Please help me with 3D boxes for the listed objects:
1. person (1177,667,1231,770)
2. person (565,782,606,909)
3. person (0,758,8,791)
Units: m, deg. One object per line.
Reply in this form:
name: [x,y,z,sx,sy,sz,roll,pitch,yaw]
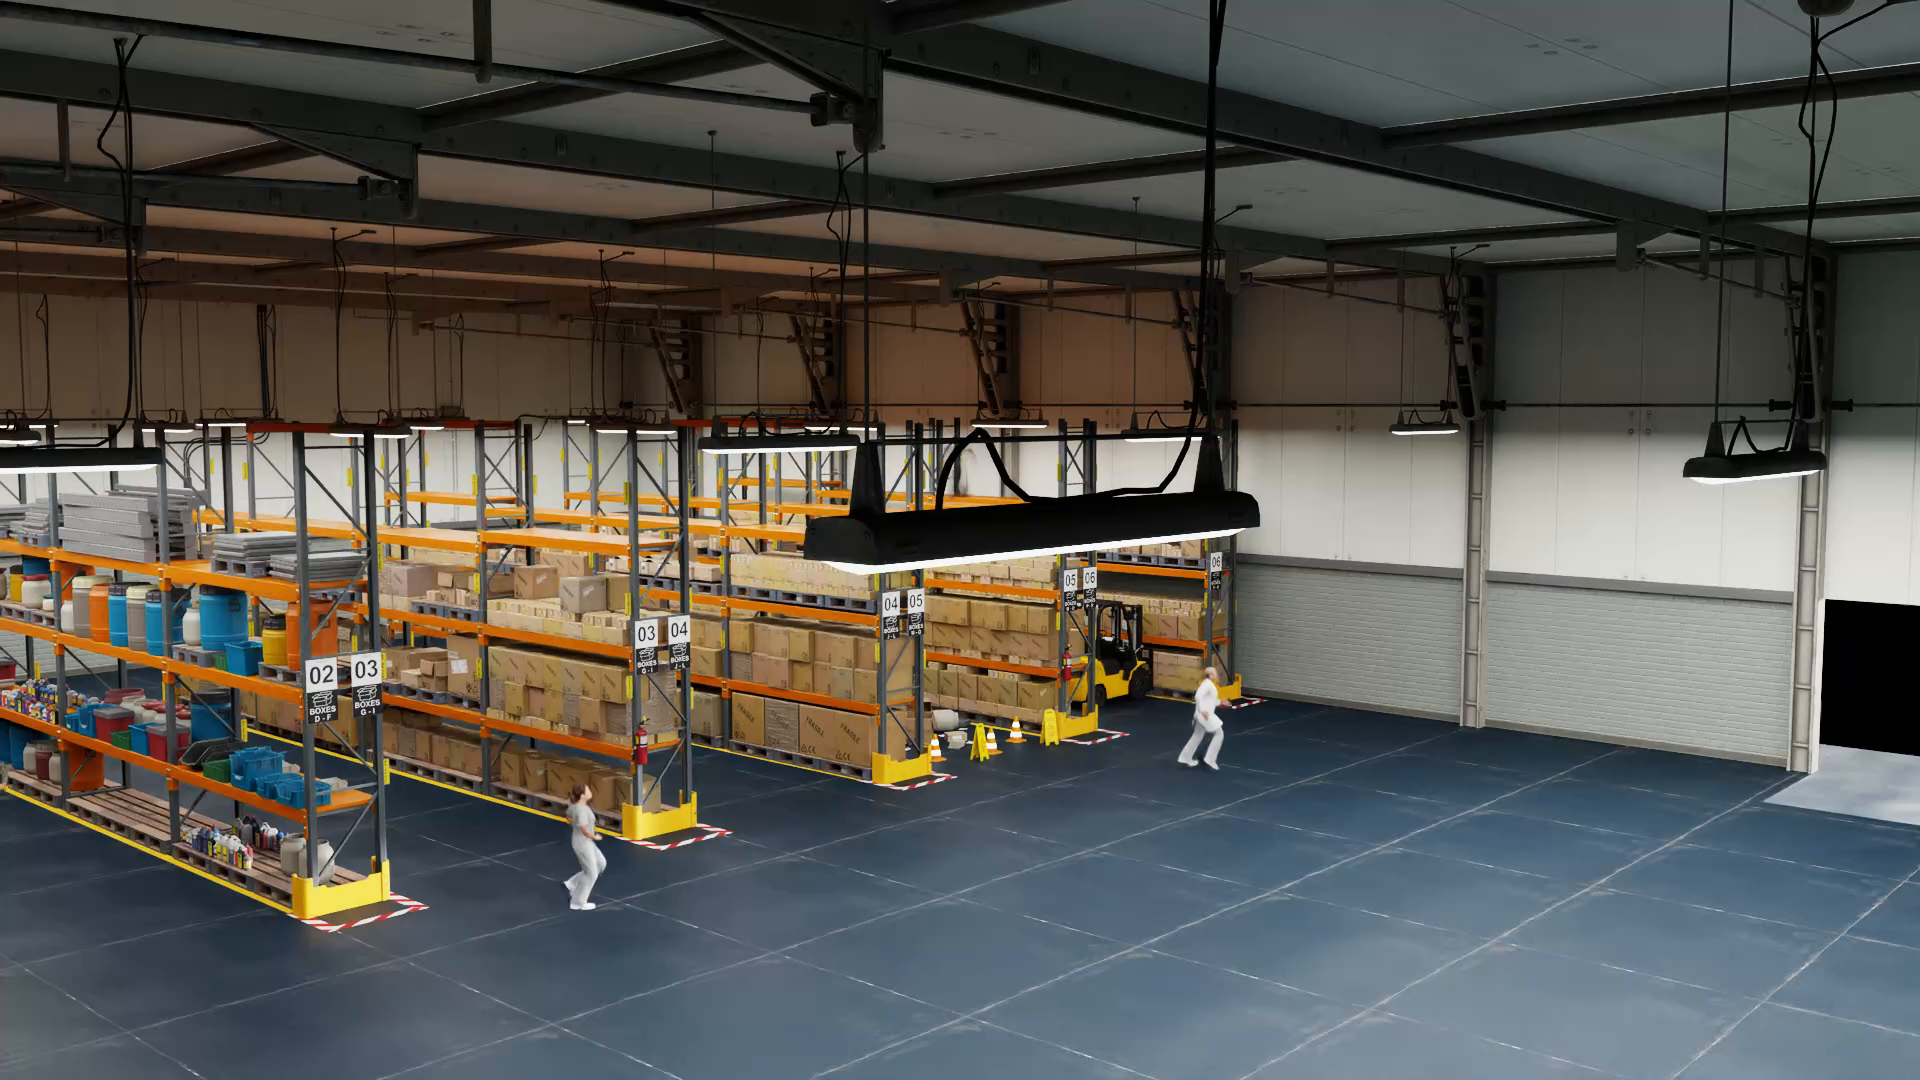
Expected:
person: [4.262,3.113,28.897,0.936,1.830,0.616,0,5,-5]
person: [-4.688,3.827,20.825,0.522,1.626,0.600,-2,5,-19]
person: [-13.800,3.649,23.573,0.630,1.550,0.573,3,6,35]
